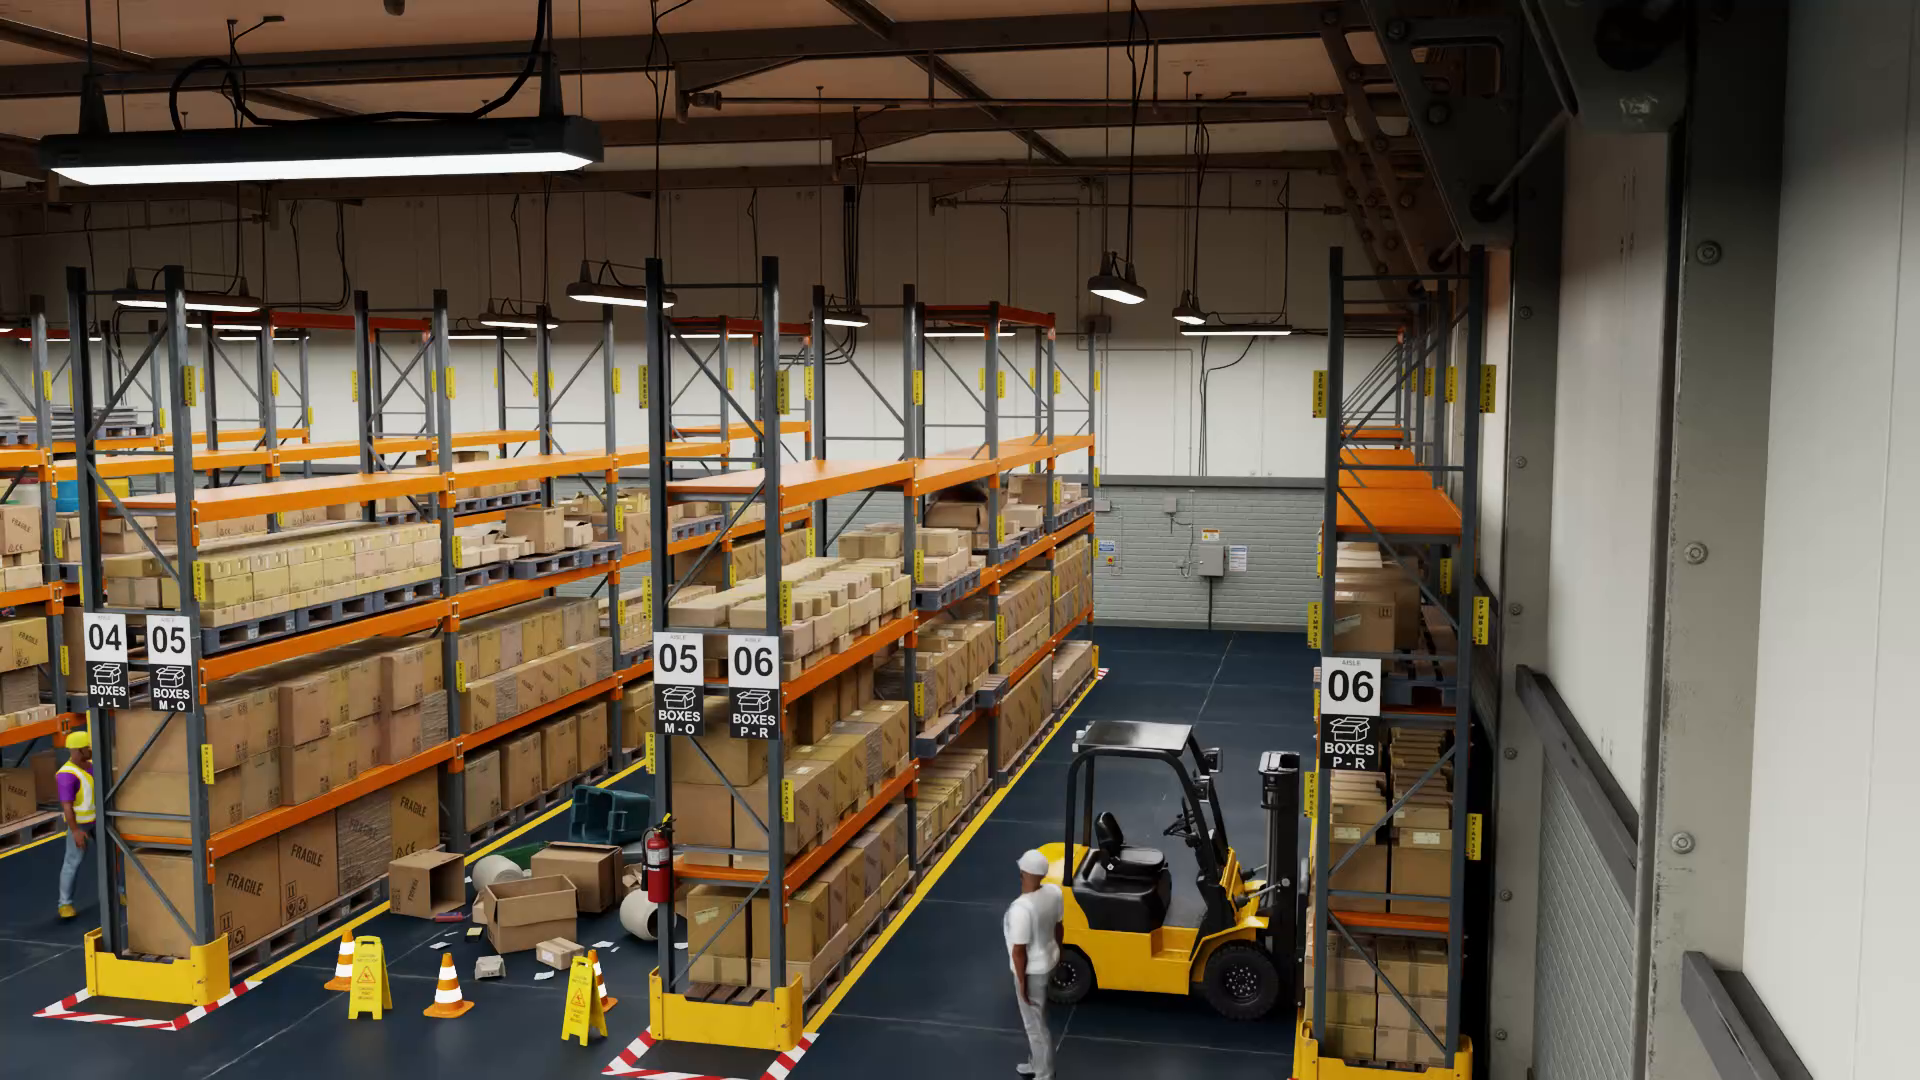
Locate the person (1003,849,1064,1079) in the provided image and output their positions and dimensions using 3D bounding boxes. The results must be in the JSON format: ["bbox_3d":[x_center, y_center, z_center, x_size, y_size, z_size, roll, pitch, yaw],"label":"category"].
[{"bbox_3d":[0.538,3.070,11.975,0.430,1.782,0.763,2,6,23],"label":"person"}]

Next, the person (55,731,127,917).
[{"bbox_3d":[-8.320,2.700,15.896,0.483,1.804,0.690,2,6,18],"label":"person"}]
